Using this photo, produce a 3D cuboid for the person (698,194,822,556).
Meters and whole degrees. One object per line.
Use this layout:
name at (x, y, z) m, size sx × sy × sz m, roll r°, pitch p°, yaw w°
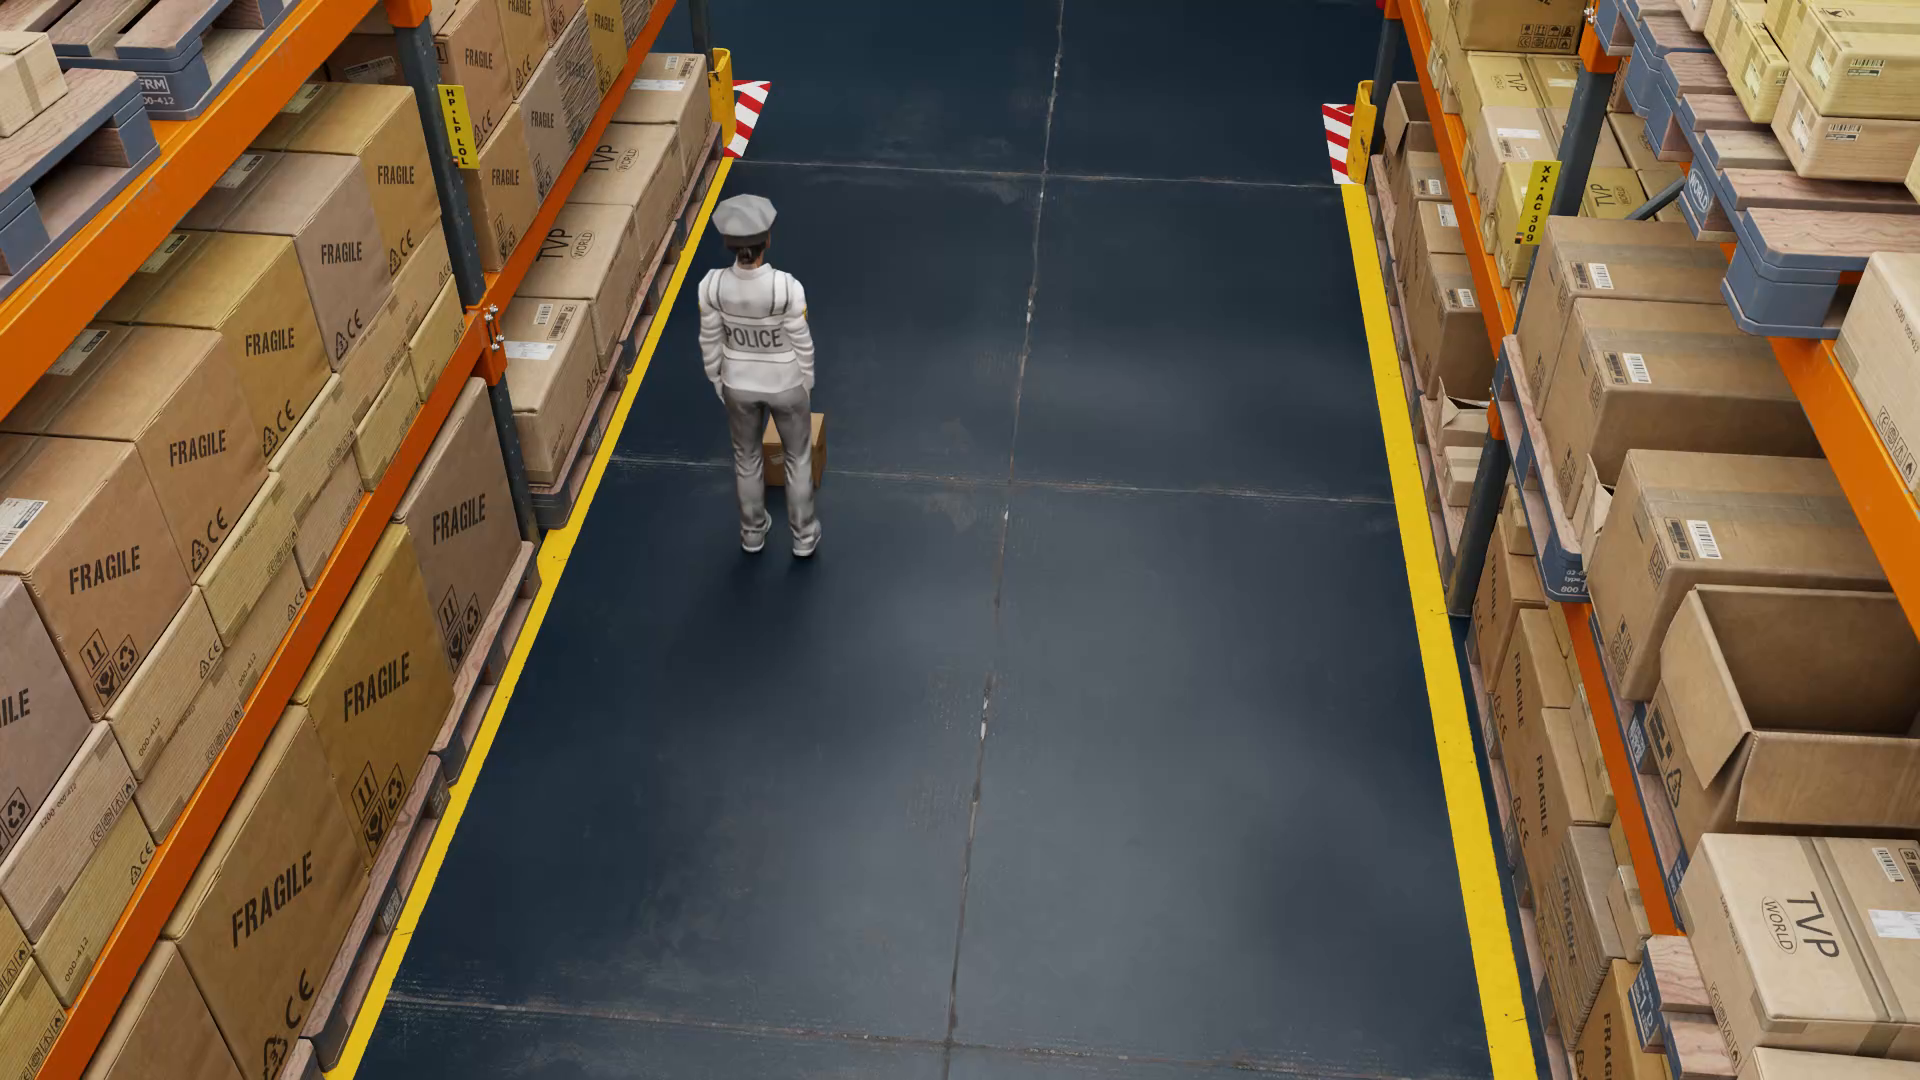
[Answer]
person at (-0.825, -0.648, 6.935) m, size 0.468 × 1.677 × 0.327 m, roll 4°, pitch 40°, yaw 4°
